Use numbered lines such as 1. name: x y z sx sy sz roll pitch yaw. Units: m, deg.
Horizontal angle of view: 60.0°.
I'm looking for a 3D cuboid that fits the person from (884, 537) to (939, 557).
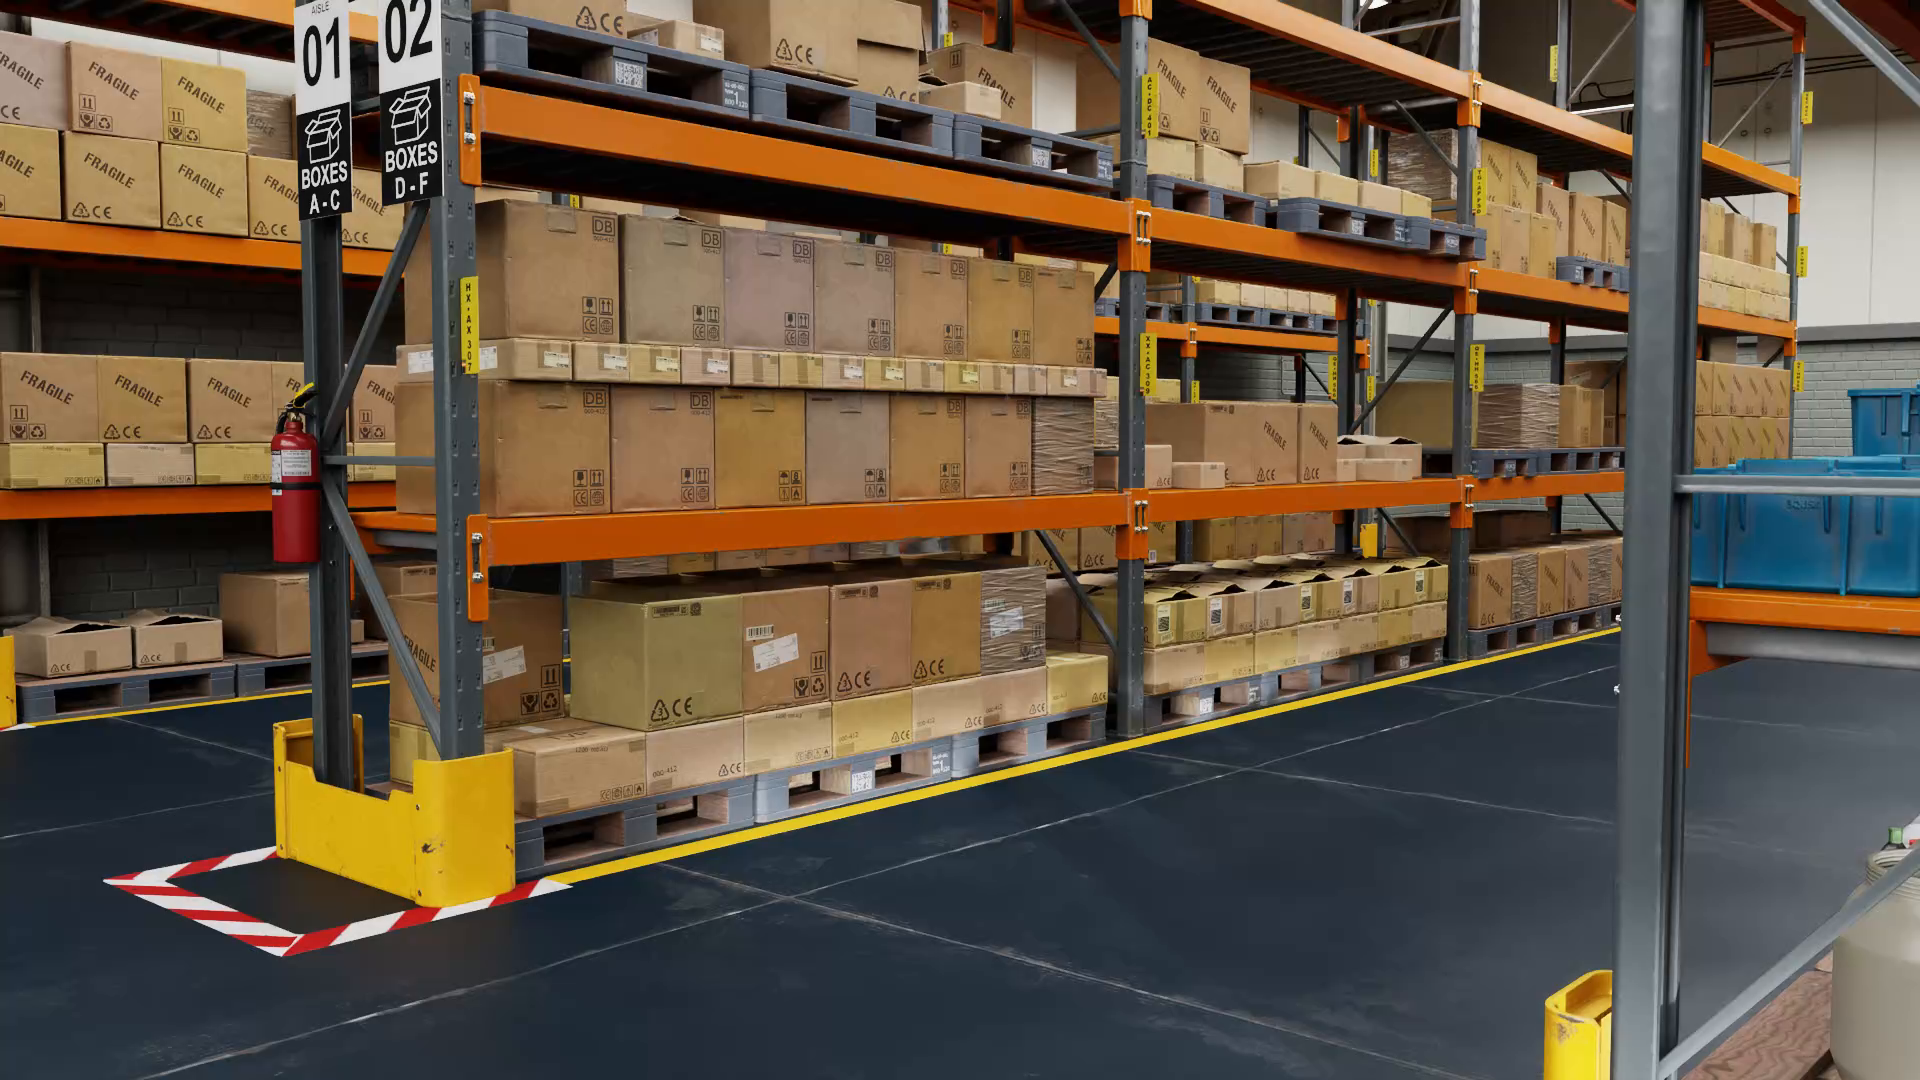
1. person: -0.355 -0.065 12.842 0.736 1.794 0.567 -1 4 -22
